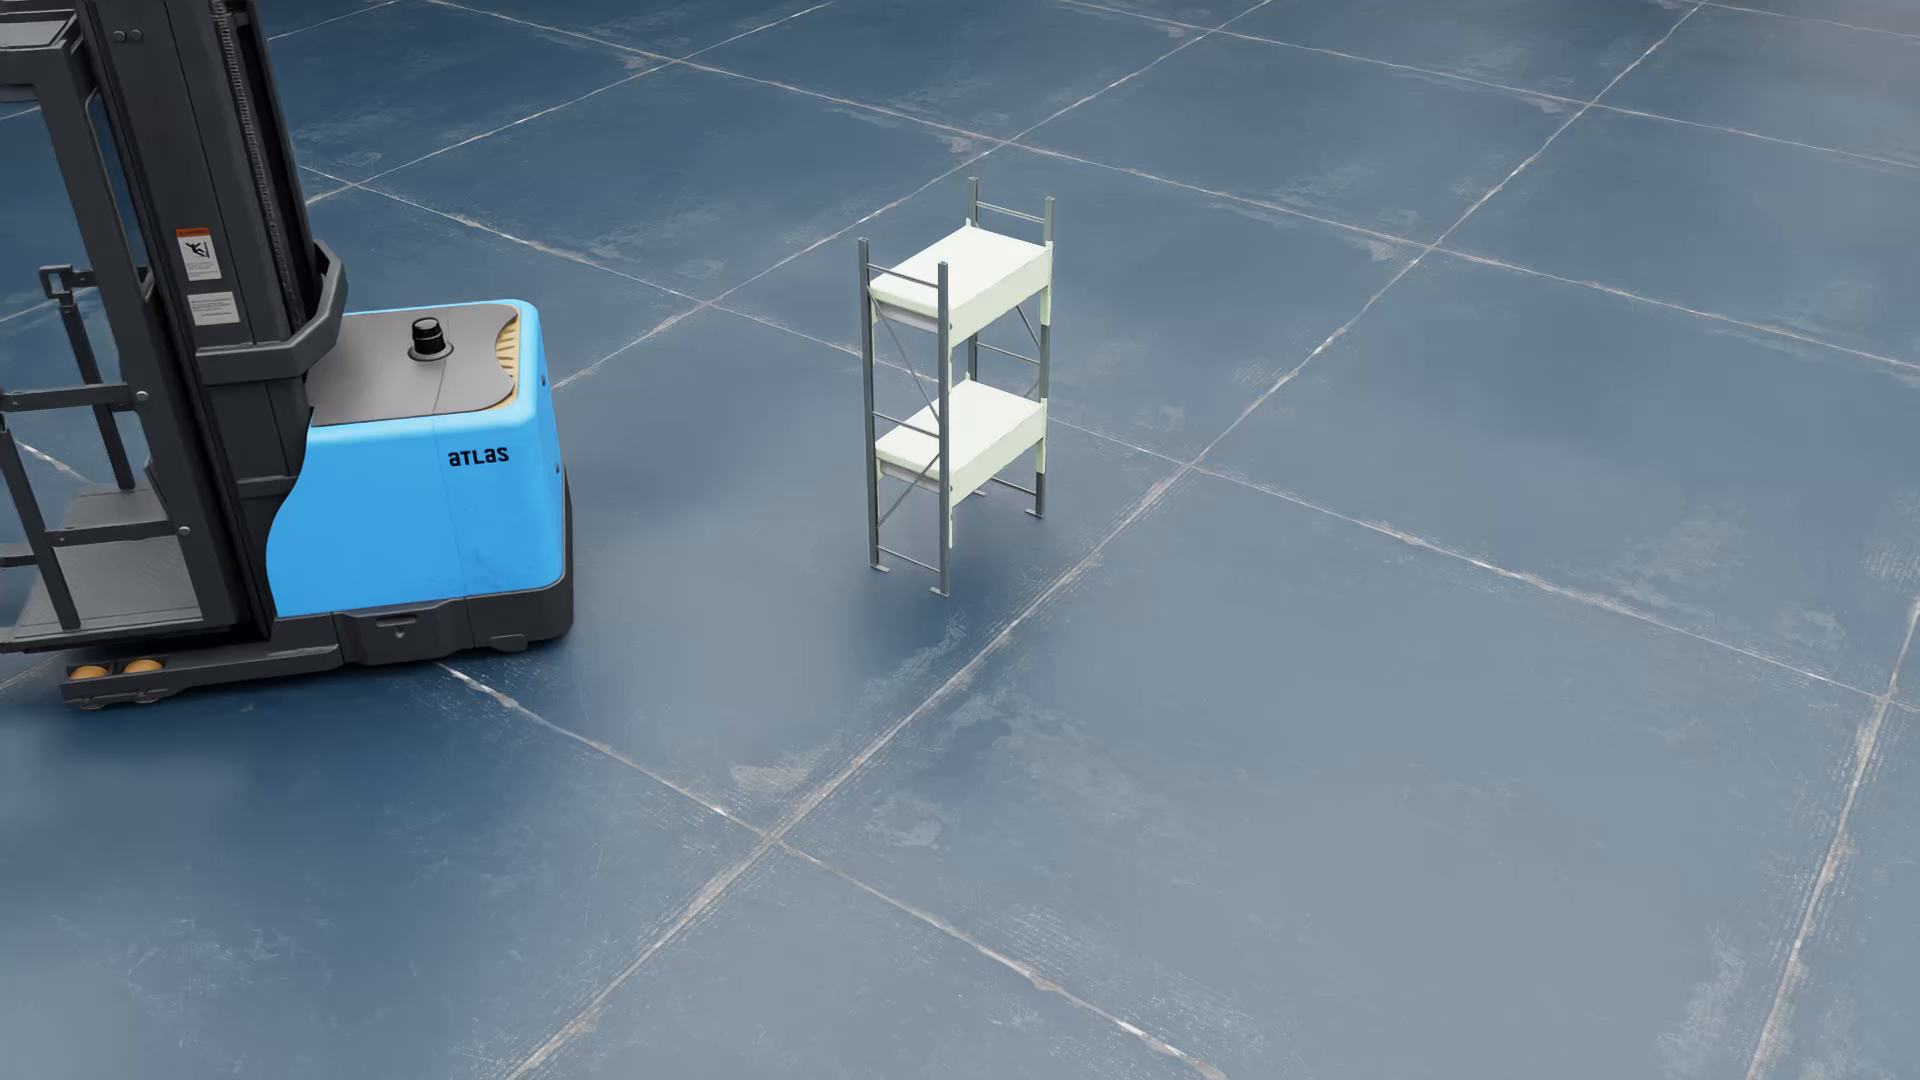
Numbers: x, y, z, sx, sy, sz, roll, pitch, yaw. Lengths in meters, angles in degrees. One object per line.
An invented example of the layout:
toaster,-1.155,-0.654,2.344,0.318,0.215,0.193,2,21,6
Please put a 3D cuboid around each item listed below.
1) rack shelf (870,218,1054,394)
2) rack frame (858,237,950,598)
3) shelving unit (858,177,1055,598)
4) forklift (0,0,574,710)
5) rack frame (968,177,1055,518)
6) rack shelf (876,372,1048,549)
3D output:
rack shelf,-0.004,-0.941,6.607,0.431,0.370,0.720,21,39,28
rack frame,-0.212,-0.450,6.576,0.400,1.500,0.023,21,39,28
shelving unit,-0.004,-0.618,6.825,0.431,1.500,0.755,21,39,28
forklift,-3.112,-0.895,5.957,3.031,2.935,1.130,-6,35,-9
rack frame,0.205,-0.787,7.074,0.400,1.500,0.023,21,39,28
rack shelf,-0.004,-0.348,7.008,0.431,0.370,0.720,21,39,28
